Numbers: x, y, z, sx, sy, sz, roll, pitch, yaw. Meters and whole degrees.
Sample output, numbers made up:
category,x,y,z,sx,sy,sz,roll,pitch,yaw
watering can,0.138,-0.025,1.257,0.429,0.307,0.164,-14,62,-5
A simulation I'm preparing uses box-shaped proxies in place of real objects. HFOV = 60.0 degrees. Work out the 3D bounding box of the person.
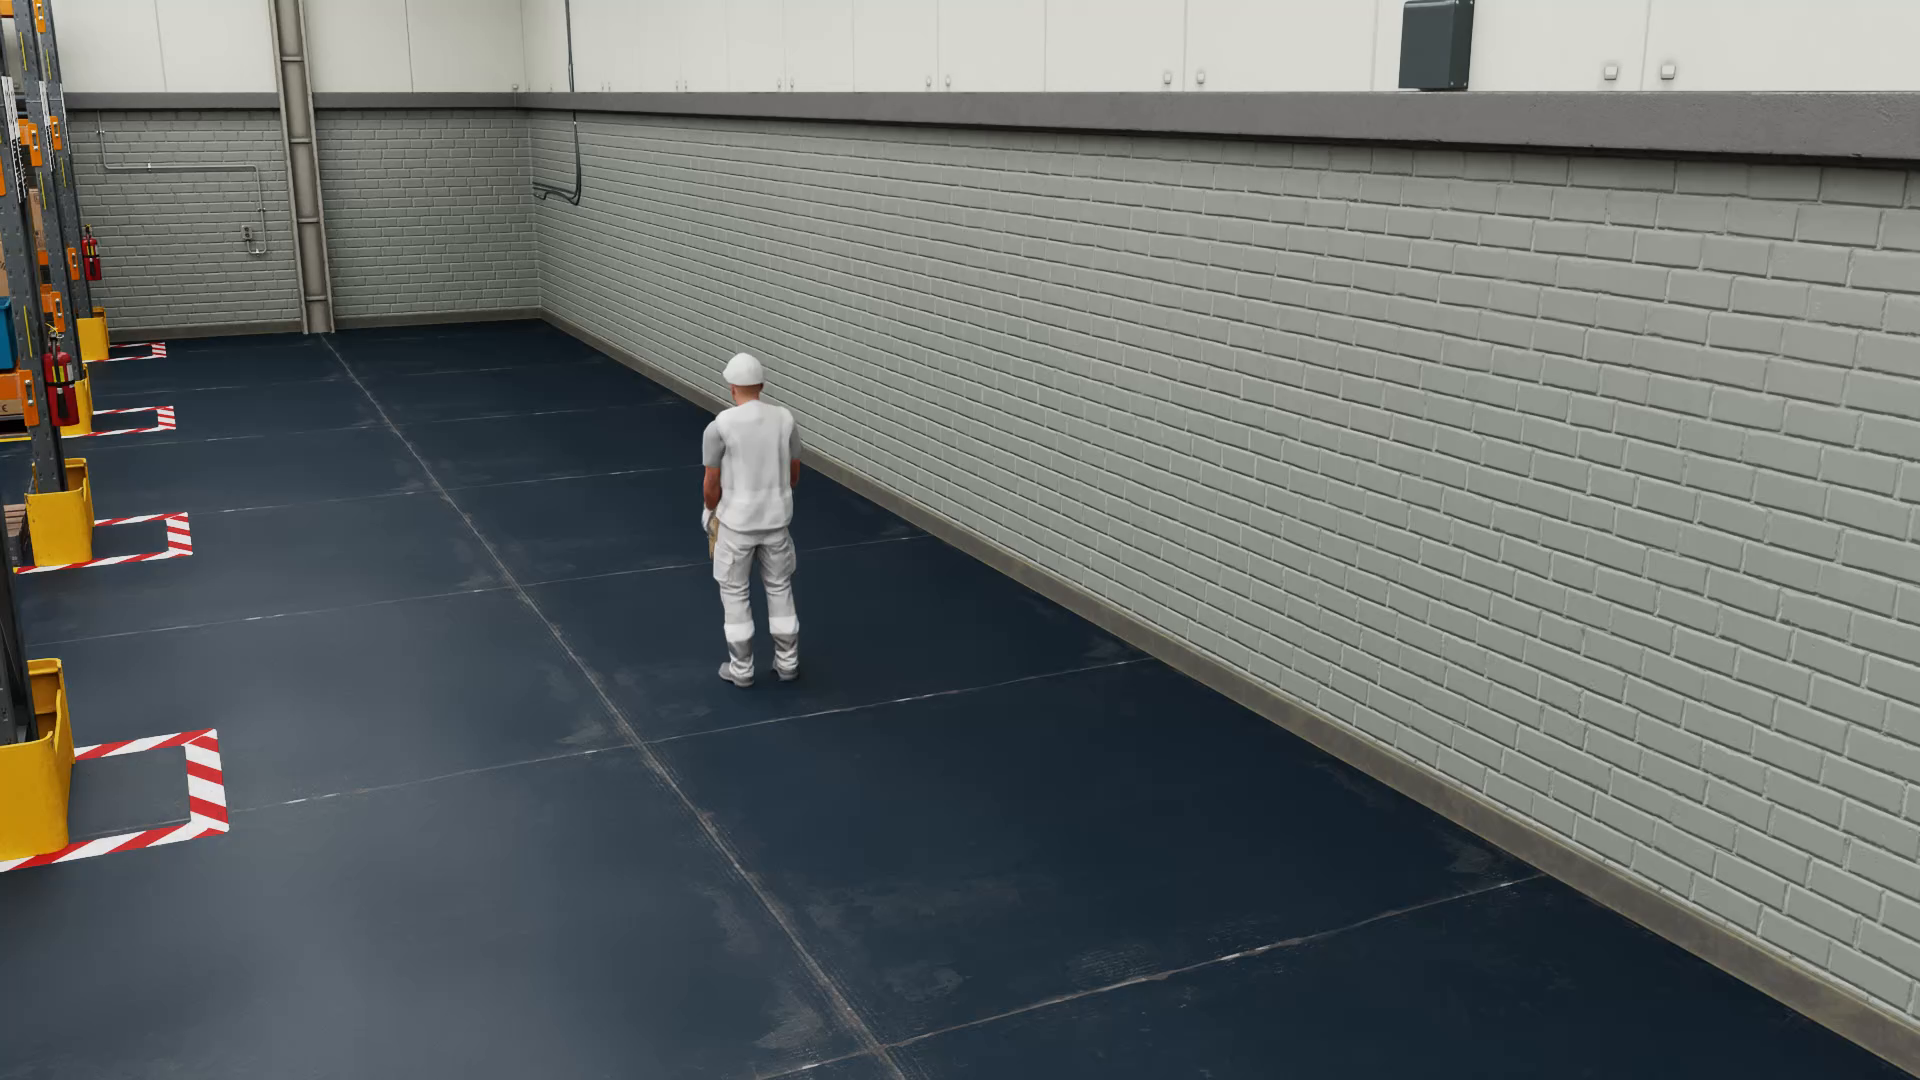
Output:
category,x,y,z,sx,sy,sz,roll,pitch,yaw
person,-1.112,-0.104,8.858,0.539,1.789,0.437,-8,17,-26
